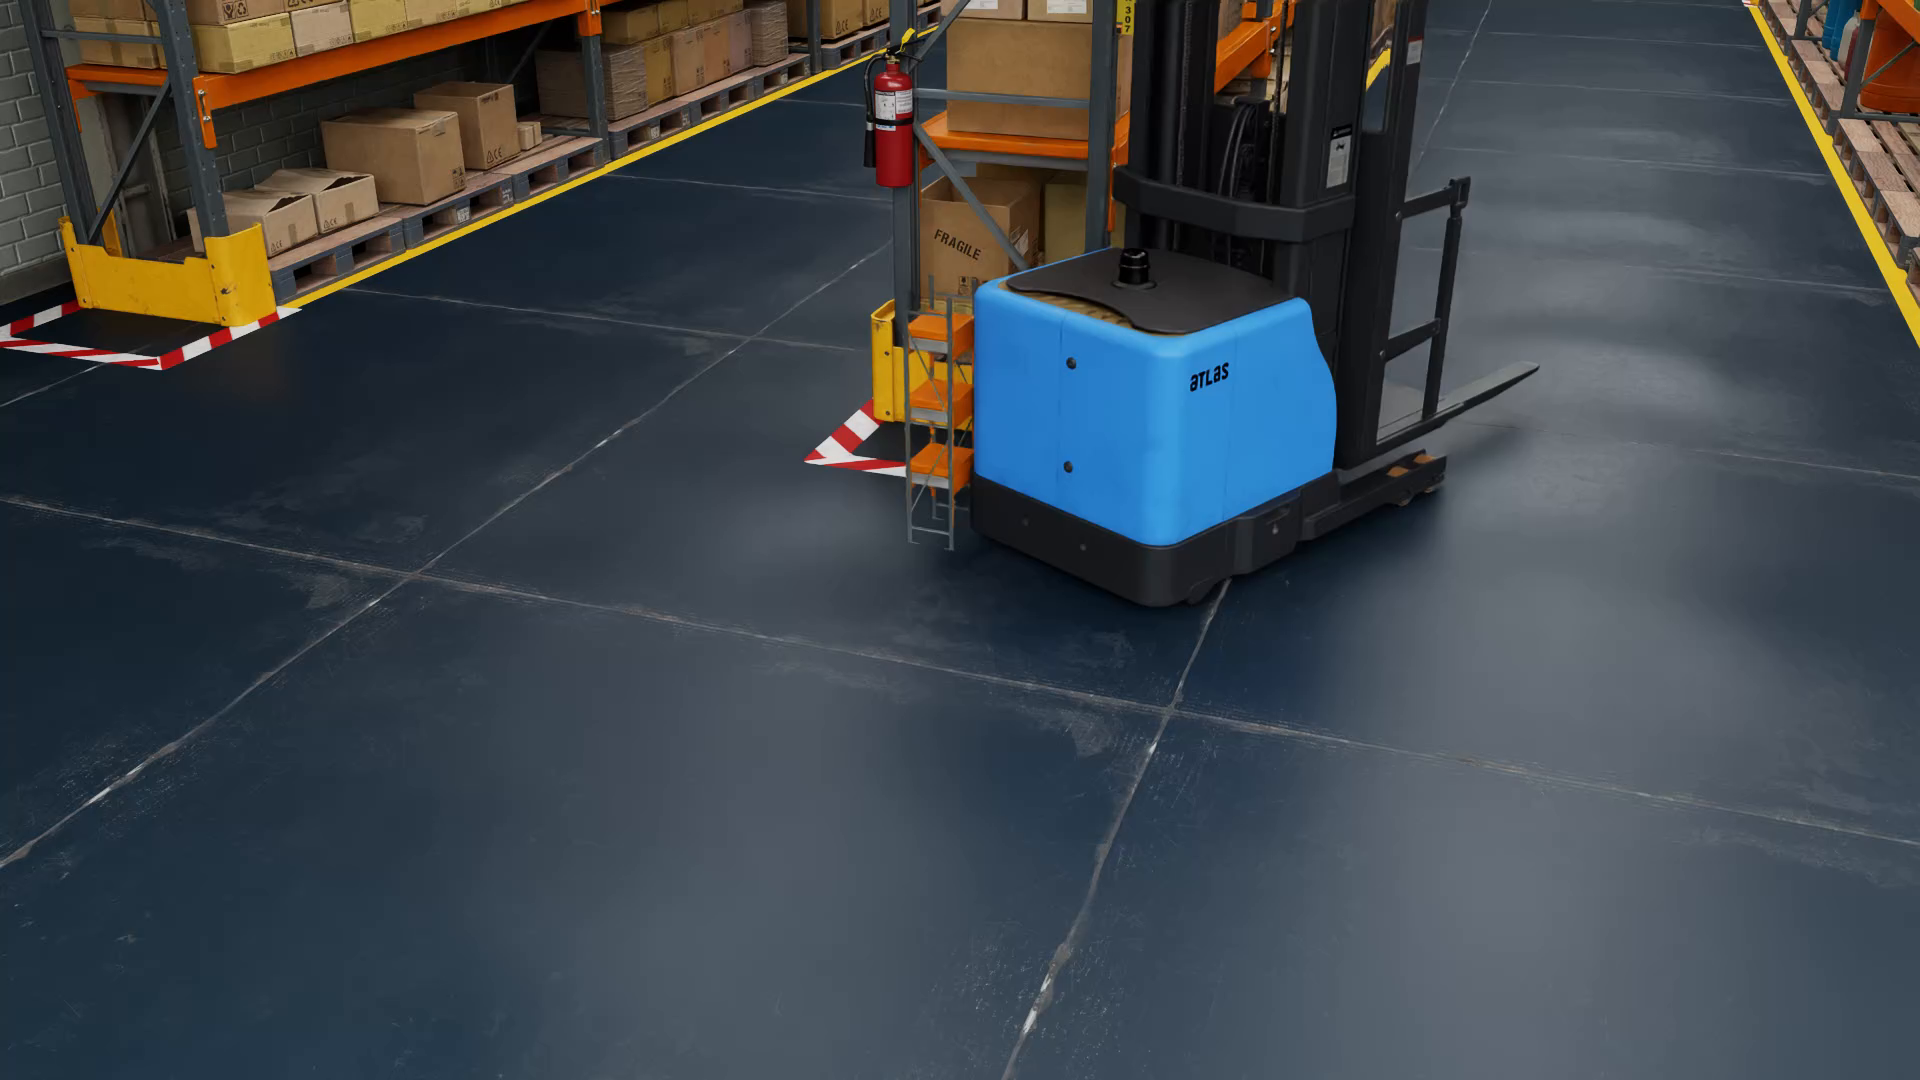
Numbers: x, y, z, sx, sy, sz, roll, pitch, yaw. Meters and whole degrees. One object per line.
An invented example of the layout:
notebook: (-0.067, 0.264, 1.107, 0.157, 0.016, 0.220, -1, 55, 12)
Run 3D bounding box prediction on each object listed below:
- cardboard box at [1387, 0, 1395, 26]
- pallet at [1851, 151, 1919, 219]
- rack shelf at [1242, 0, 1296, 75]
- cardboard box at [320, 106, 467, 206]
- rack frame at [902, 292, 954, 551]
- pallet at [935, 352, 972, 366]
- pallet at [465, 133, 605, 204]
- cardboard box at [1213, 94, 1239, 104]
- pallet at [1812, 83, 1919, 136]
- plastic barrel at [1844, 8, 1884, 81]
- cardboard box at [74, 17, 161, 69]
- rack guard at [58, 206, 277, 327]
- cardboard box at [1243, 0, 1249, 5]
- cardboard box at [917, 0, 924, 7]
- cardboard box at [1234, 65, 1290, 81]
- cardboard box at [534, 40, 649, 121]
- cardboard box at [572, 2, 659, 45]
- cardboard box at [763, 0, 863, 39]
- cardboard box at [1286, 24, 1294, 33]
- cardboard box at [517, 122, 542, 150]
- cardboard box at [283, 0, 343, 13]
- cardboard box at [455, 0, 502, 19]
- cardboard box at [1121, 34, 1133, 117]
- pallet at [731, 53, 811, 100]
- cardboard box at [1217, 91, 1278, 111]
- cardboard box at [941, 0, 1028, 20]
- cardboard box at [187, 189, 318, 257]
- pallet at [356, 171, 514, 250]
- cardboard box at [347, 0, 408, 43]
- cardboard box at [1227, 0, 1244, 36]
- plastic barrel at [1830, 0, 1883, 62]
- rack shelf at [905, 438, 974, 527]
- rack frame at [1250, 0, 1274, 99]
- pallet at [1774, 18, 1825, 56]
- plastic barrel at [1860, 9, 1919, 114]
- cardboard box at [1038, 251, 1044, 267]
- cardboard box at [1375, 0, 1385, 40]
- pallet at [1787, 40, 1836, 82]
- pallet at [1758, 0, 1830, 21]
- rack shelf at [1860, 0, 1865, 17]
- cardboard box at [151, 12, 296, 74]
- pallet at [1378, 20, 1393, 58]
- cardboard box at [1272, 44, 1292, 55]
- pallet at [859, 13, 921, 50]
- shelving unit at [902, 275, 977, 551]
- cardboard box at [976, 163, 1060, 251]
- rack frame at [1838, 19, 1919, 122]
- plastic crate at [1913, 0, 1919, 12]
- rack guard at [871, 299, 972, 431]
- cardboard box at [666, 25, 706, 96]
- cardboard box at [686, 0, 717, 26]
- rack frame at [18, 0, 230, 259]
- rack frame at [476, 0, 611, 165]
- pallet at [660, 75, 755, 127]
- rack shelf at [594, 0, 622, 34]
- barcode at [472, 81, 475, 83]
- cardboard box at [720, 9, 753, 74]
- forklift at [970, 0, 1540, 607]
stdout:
cardboard box: (4.282, -5.686, 17.416, 0.500, 0.500, 0.500, 9, 27, 17)
pallet: (6.813, -2.427, 11.519, 1.003, 0.211, 1.213, 9, 27, 17)
rack shelf: (2.180, -4.068, 12.536, 1.077, 0.370, 4.000, 9, 27, 17)
cardboard box: (-3.693, -2.516, 10.868, 0.700, 0.500, 0.500, 7, 27, 14)
rack frame: (-0.121, -0.445, 6.464, 0.200, 1.050, 0.008, 10, 28, 21)
pallet: (0.398, -0.992, 8.556, 1.003, 0.211, 1.213, 9, 27, 17)
pallet: (-3.349, -2.751, 12.189, 1.003, 0.211, 1.213, 9, 27, 17)
cardboard box: (1.389, -2.433, 10.146, 0.500, 0.500, 0.500, 9, 27, 17)
pallet: (7.738, -3.569, 13.879, 1.003, 0.211, 1.213, 9, 27, 17)
plastic barrel: (8.038, -4.265, 14.402, 0.600, 0.588, 0.708, 9, 27, 17)
cardboard box: (-4.517, -2.805, 9.250, 0.500, 0.250, 0.500, 9, 27, 18)
rack guard: (-4.464, -1.549, 9.376, 1.175, 0.500, 0.348, 9, 27, 17)
cardboard box: (1.637, -3.711, 11.145, 0.500, 0.250, 0.500, 11, 28, 21)
cardboard box: (-0.883, -6.144, 17.983, 0.750, 0.750, 0.750, 10, 27, 19)
cardboard box: (2.229, -3.325, 12.206, 0.500, 0.311, 0.500, 8, 27, 16)
cardboard box: (-2.929, -3.665, 13.240, 0.700, 0.500, 0.500, 10, 27, 19)
cardboard box: (-2.786, -4.184, 13.452, 0.500, 0.250, 0.500, 8, 27, 16)
cardboard box: (-1.459, -5.435, 16.519, 0.750, 0.750, 0.750, 8, 27, 17)
cardboard box: (2.903, -4.167, 13.944, 0.500, 0.311, 0.500, 9, 27, 19)
cardboard box: (-3.308, -2.985, 12.220, 0.380, 0.166, 0.250, 5, 26, 11)
cardboard box: (-3.873, -3.276, 9.363, 0.500, 0.500, 0.500, 9, 27, 18)
cardboard box: (-3.357, -3.577, 10.846, 0.500, 0.250, 0.500, 9, 27, 17)
cardboard box: (0.521, -2.378, 8.104, 0.700, 0.500, 0.500, 9, 27, 19)
pallet: (-2.089, -4.355, 15.502, 1.003, 0.211, 1.213, 9, 27, 17)
cardboard box: (1.887, -2.908, 11.343, 0.500, 0.311, 0.500, 9, 27, 18)
cardboard box: (0.131, -2.448, 7.505, 0.380, 0.149, 0.250, 8, 27, 17)
cardboard box: (-4.174, -1.902, 9.817, 0.500, 0.311, 0.500, 6, 26, 12)
pallet: (-3.753, -2.248, 11.150, 1.003, 0.211, 1.213, 9, 27, 17)
cardboard box: (-3.693, -3.163, 9.990, 0.500, 0.250, 0.500, 8, 27, 17)
cardboard box: (1.372, -3.432, 10.281, 0.700, 0.500, 0.500, 8, 27, 16)
plastic barrel: (8.413, -4.870, 15.293, 0.600, 0.901, 0.708, 9, 27, 17)
rack shelf: (-0.071, -0.234, 6.690, 0.215, 0.259, 0.240, 10, 28, 21)
rack frame: (1.514, -3.570, 10.681, 1.000, 3.000, 0.127, 9, 27, 17)
pallet: (9.054, -5.191, 17.228, 1.003, 0.211, 1.213, 9, 27, 17)
plastic barrel: (7.662, -3.910, 13.391, 0.600, 0.830, 0.708, 9, 27, 17)
cardboard box: (0.238, -1.348, 8.766, 0.500, 0.250, 0.500, 9, 27, 17)
cardboard box: (3.943, -5.278, 16.573, 0.500, 0.500, 0.500, 9, 27, 18)
pallet: (8.550, -4.572, 15.950, 1.003, 0.211, 1.213, 9, 27, 17)
pallet: (9.866, -6.193, 19.299, 1.003, 0.211, 1.213, 9, 27, 17)
rack shelf: (8.181, -4.992, 14.444, 1.077, 0.370, 4.000, 9, 27, 17)
cardboard box: (-4.028, -2.739, 9.114, 0.500, 0.250, 0.500, 8, 27, 16)
pallet: (3.941, -5.263, 17.377, 1.003, 0.211, 1.213, 9, 27, 17)
cardboard box: (2.566, -3.745, 13.073, 0.500, 0.311, 0.500, 9, 27, 17)
pallet: (-1.086, -5.488, 17.843, 1.003, 0.211, 1.213, 9, 27, 17)
shelving unit: (-0.073, -0.494, 6.564, 0.215, 1.050, 0.252, 10, 28, 21)
cardboard box: (0.400, -1.892, 9.028, 0.500, 0.500, 0.500, 9, 27, 17)
rack frame: (7.515, -4.494, 12.590, 1.000, 3.000, 0.127, 9, 27, 17)
plastic crate: (6.497, -3.511, 10.803, 0.450, 0.188, 0.662, 9, 27, 17)
rack guard: (0.175, -0.791, 7.811, 1.175, 0.500, 0.348, 9, 27, 17)
cardboard box: (-2.597, -4.088, 14.115, 0.700, 0.500, 0.500, 9, 27, 18)
cardboard box: (-2.433, -4.600, 14.313, 0.500, 0.250, 0.500, 9, 27, 17)
rack frame: (-4.489, -2.643, 8.767, 1.000, 3.000, 0.127, 9, 27, 17)
rack frame: (-3.158, -4.287, 12.162, 1.000, 3.000, 0.127, 9, 27, 17)
pallet: (-2.496, -3.855, 14.470, 1.003, 0.211, 1.213, 9, 27, 17)
rack shelf: (-2.493, -4.785, 14.016, 1.077, 0.370, 4.000, 9, 27, 17)
barcode: (-3.564, -3.317, 12.155, 0.001, 0.075, 0.075, 9, 27, 17)
cardboard box: (-2.299, -4.505, 14.977, 0.700, 0.500, 0.500, 9, 27, 17)
forklift: (1.454, -1.610, 6.712, 3.031, 2.935, 1.130, -22, 34, -38)
